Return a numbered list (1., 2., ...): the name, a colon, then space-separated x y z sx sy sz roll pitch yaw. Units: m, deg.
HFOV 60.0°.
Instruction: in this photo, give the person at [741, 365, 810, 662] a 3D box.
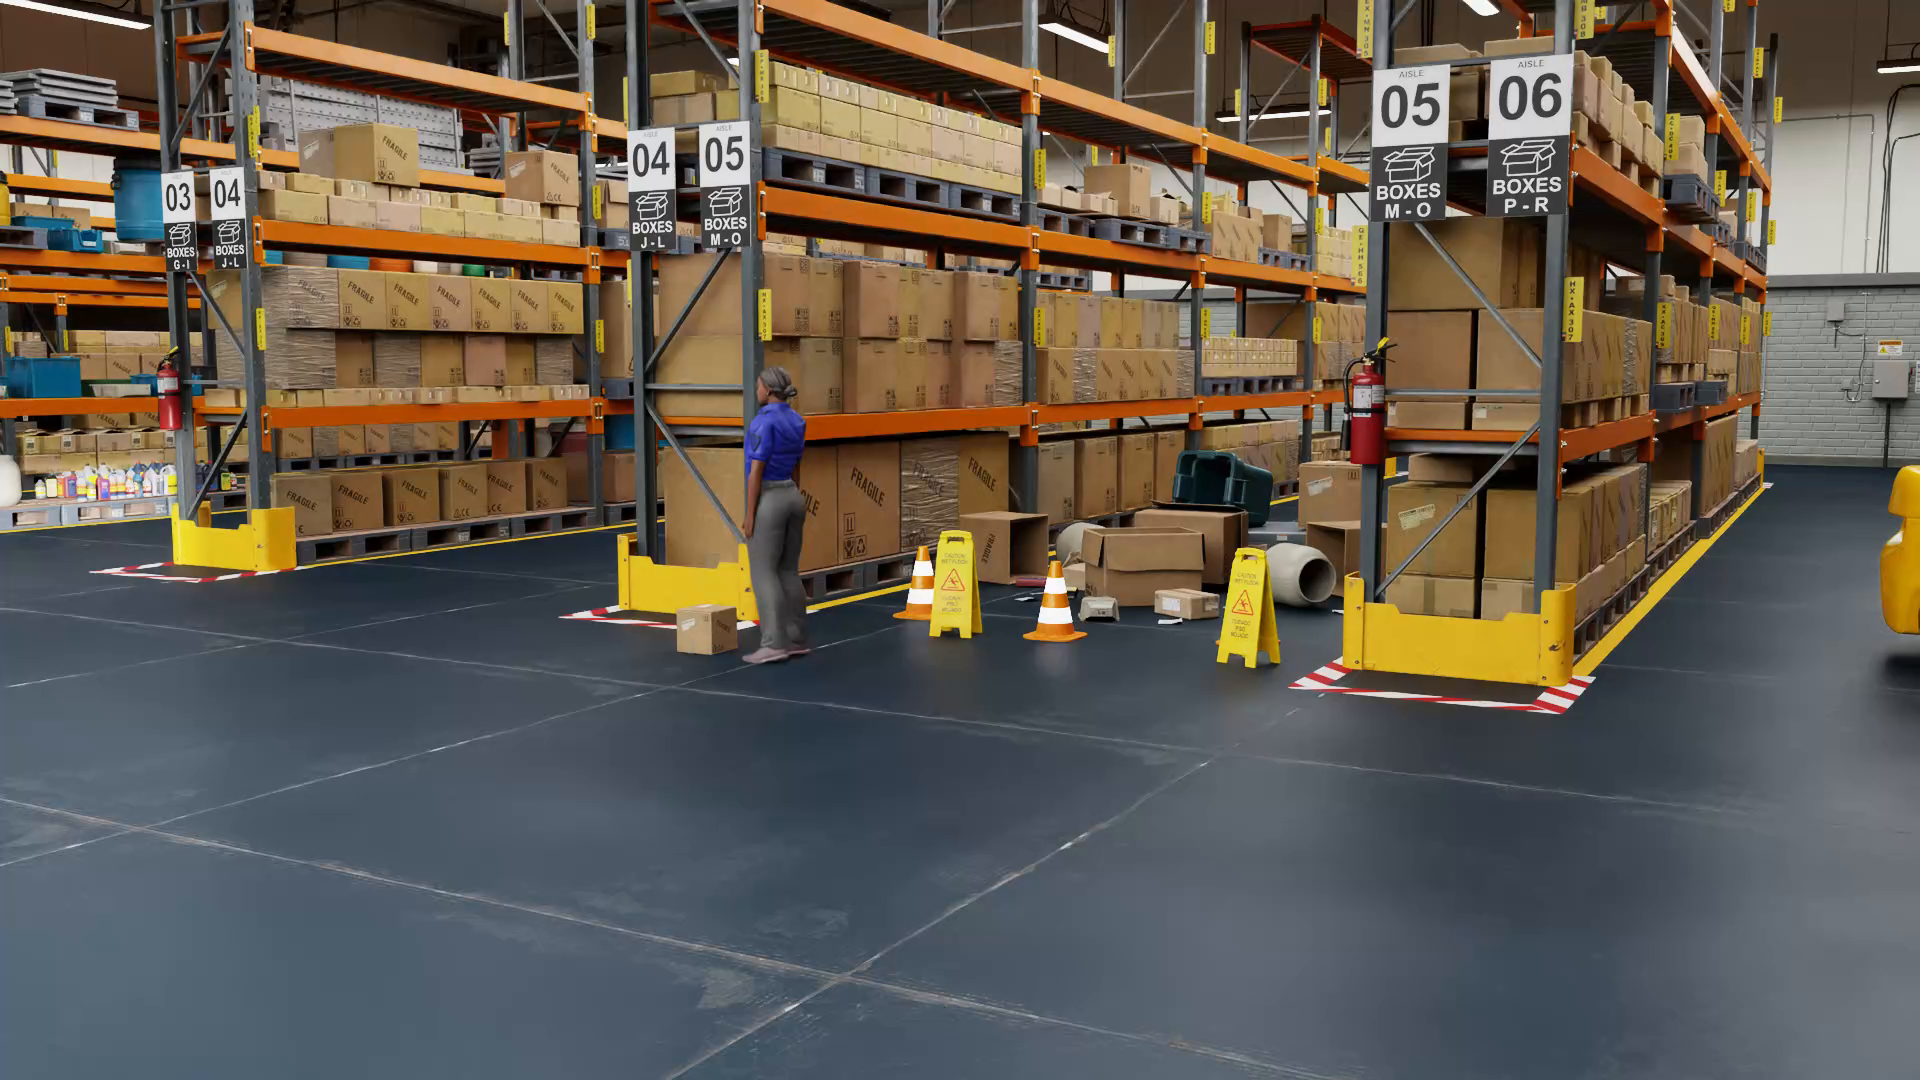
1. person: -1.051 -0.143 9.354 0.316 1.680 0.438 3 7 30
